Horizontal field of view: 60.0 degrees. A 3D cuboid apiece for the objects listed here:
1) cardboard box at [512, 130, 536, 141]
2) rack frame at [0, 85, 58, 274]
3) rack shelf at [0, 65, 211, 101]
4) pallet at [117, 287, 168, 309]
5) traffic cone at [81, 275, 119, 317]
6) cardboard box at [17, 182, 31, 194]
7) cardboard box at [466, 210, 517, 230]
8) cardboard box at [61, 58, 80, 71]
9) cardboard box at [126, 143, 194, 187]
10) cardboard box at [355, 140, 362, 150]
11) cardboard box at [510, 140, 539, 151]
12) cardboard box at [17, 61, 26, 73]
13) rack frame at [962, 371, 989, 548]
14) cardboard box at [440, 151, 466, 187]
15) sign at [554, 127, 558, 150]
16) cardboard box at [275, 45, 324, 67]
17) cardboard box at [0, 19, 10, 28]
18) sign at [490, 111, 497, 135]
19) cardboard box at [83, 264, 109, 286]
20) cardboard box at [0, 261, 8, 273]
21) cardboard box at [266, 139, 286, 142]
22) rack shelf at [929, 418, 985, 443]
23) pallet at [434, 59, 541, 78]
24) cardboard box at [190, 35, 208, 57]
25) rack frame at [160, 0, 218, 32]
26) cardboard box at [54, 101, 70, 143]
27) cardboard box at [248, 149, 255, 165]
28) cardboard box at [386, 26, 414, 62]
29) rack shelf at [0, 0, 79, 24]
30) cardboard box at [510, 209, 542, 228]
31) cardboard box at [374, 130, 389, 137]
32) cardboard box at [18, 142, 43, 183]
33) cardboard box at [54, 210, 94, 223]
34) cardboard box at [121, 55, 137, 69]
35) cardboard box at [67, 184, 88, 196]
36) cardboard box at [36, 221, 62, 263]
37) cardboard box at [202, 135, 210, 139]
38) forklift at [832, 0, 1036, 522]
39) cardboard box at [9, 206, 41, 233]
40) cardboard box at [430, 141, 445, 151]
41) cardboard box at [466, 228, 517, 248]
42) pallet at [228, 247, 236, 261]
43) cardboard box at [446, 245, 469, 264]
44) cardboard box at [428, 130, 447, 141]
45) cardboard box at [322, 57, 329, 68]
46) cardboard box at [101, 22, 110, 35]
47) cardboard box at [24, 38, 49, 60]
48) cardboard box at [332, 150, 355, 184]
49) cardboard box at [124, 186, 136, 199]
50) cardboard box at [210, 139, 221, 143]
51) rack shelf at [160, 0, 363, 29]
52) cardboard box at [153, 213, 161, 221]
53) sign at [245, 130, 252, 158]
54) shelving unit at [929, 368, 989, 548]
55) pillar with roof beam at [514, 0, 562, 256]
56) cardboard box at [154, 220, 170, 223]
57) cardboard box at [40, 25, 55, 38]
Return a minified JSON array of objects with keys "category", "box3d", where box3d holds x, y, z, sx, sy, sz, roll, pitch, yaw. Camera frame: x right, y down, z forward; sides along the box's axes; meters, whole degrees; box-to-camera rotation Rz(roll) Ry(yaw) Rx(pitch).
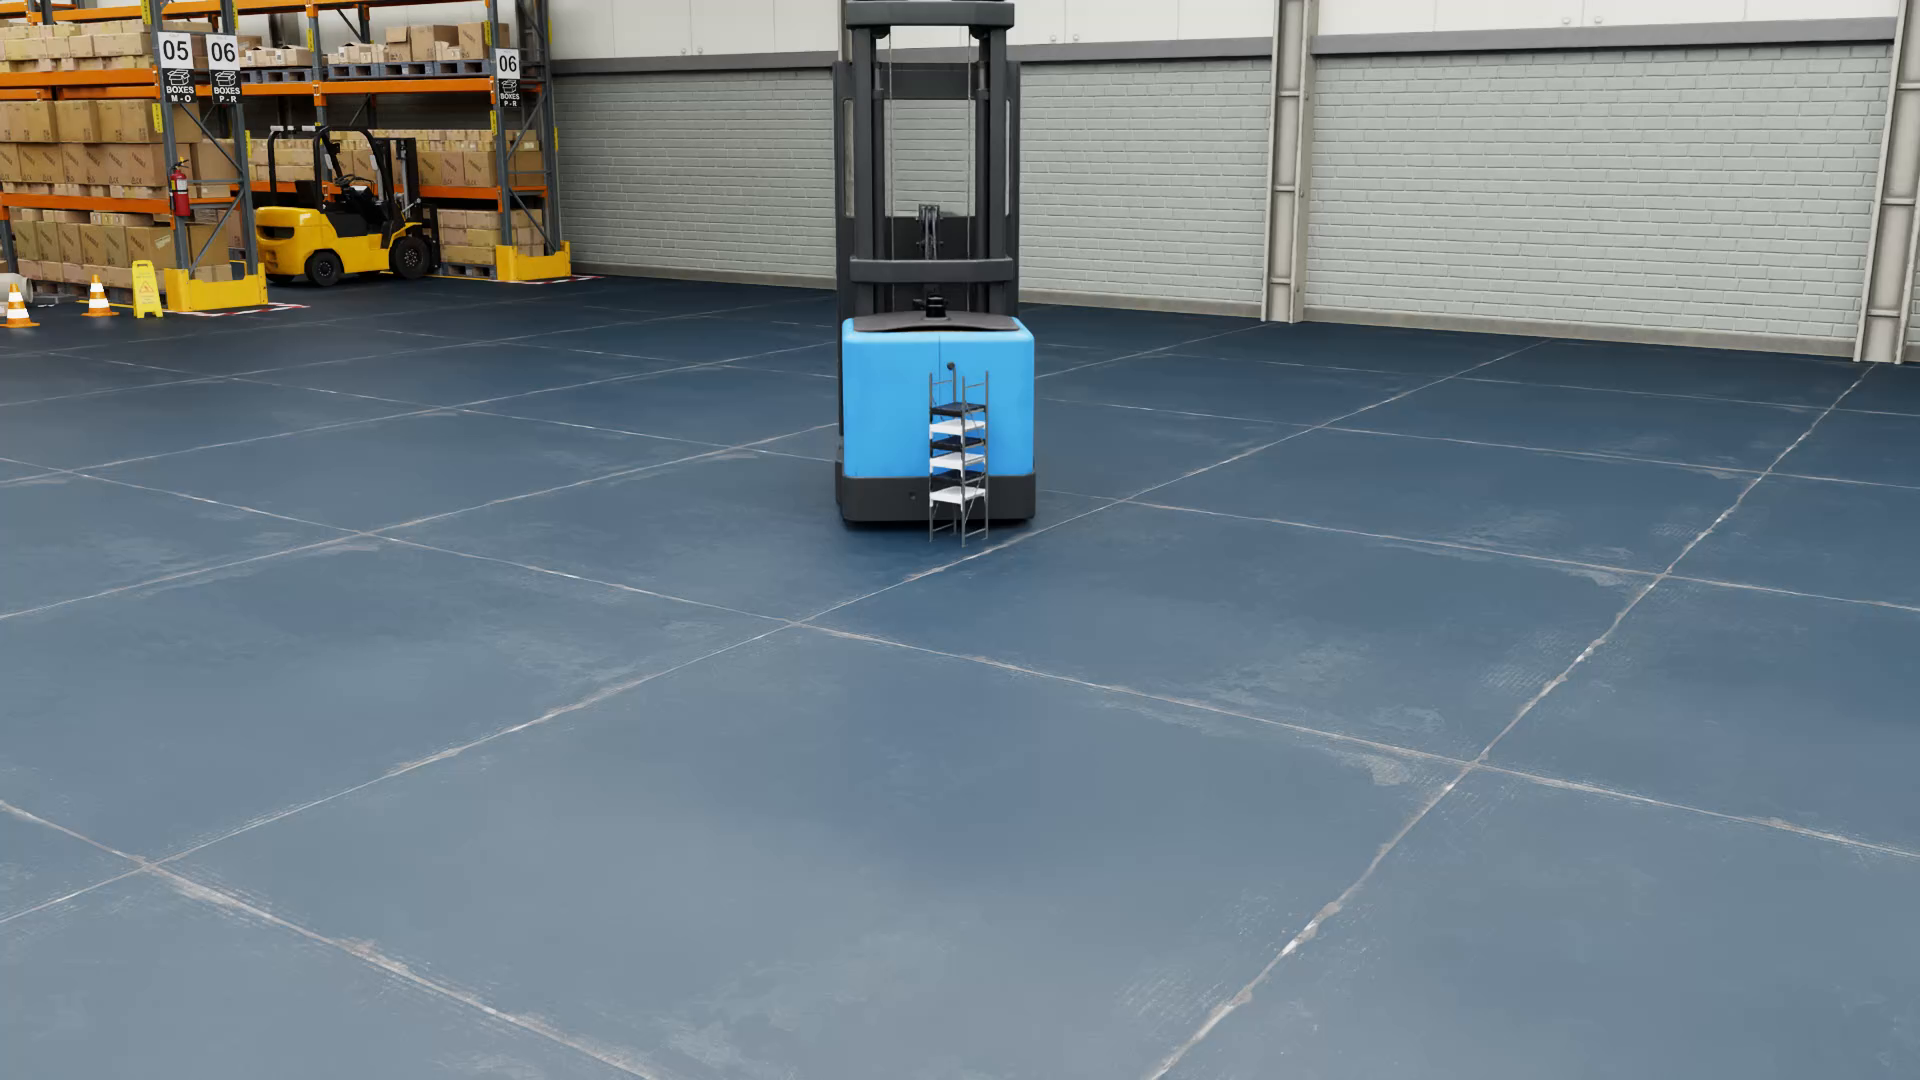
[{"category":"cardboard box","box3d":[-6.383,-5.879,24.152,0.250,0.149,0.380,9,16,32]},{"category":"rack frame","box3d":[-12.310,-4.829,22.090,0.127,3.000,1.000,9,17,33]},{"category":"rack shelf","box3d":[-10.650,-5.668,20.733,4.000,0.370,1.077,9,17,33]},{"category":"pallet","box3d":[-9.708,-3.066,20.768,1.213,0.211,1.003,9,17,33]},{"category":"traffic cone","box3d":[-10.068,-2.862,19.422,0.334,0.463,0.336,9,17,33]},{"category":"cardboard box","box3d":[-11.989,-4.578,21.596,0.250,0.149,0.380,10,17,34]},{"category":"cardboard box","box3d":[-6.780,-4.637,24.081,0.500,0.250,0.500,10,17,35]},{"category":"cardboard box","box3d":[-10.742,-5.816,20.357,0.250,0.149,0.380,9,16,32]},{"category":"cardboard box","box3d":[-9.595,-4.504,19.948,0.500,0.500,0.500,9,16,32]},{"category":"cardboard box","box3d":[-8.978,-6.024,25.358,0.250,0.149,0.380,9,17,33]},{"category":"cardboard box","box3d":[-6.360,-5.744,24.226,0.250,0.149,0.380,9,16,31]},{"category":"cardboard box","box3d":[-11.735,-6.015,21.161,0.250,0.149,0.380,9,17,33]},{"category":"rack frame","box3d":[0.080,-0.417,8.634,0.006,0.900,0.240,9,17,33]},{"category":"cardboard box","box3d":[-7.204,-5.417,24.255,0.500,0.500,0.500,10,17,35]},{"category":"sign","box3d":[-5.909,-5.852,24.254,0.005,0.325,0.100,9,17,33]},{"category":"cardboard box","box3d":[-10.279,-7.533,25.874,0.500,0.311,0.500,9,16,31]},{"category":"cardboard box","box3d":[-12.862,-6.712,21.849,0.500,0.250,0.500,10,17,34]},{"category":"sign","box3d":[-6.538,-5.854,23.326,0.005,0.325,0.100,9,17,33]},{"category":"cardboard box","box3d":[-10.674,-3.357,20.990,0.500,0.250,0.500,8,16,31]},{"category":"cardboard box","box3d":[-12.180,-3.202,20.714,0.500,0.500,0.500,-4,14,-16]},{"category":"cardboard box","box3d":[-10.823,-6.315,26.535,0.250,0.149,0.380,9,16,31]},{"category":"rack shelf","box3d":[-0.005,-0.573,8.654,0.200,0.077,0.258,9,17,33]},{"category":"pallet","box3d":[-6.796,-6.796,23.977,1.213,0.211,1.003,9,17,33]},{"category":"cardboard box","box3d":[-9.259,-5.941,20.032,0.500,0.250,0.500,9,16,32]},{"category":"rack frame","box3d":[-12.862,-9.268,27.536,0.127,3.000,1.000,9,17,33]},{"category":"cardboard box","box3d":[-10.769,-5.208,20.712,0.500,0.500,0.700,9,17,32]},{"category":"cardboard box","box3d":[-11.353,-6.213,26.951,0.500,0.250,0.500,9,17,34]},{"category":"cardboard box","box3d":[-7.985,-7.296,24.515,0.637,0.503,0.797,10,17,35]},{"category":"rack shelf","box3d":[-17.840,-9.722,30.874,4.000,0.370,1.077,9,17,33]},{"category":"cardboard box","box3d":[-6.517,-4.740,24.496,0.500,0.250,0.500,9,16,32]},{"category":"cardboard box","box3d":[-8.573,-6.092,25.012,0.250,0.149,0.380,9,16,32]},{"category":"cardboard box","box3d":[-11.671,-4.845,21.326,0.500,0.500,0.500,9,17,33]},{"category":"cardboard box","box3d":[-11.248,-4.112,21.129,0.250,0.149,0.380,10,17,36]},{"category":"cardboard box","box3d":[-9.668,-5.646,19.669,0.250,0.149,0.380,9,17,33]},{"category":"cardboard box","box3d":[-10.947,-4.400,20.877,0.250,0.149,0.380,9,17,33]},{"category":"cardboard box","box3d":[-11.520,-3.860,21.462,0.500,0.500,0.500,10,17,35]},{"category":"cardboard box","box3d":[-13.202,-6.709,28.600,0.500,0.500,0.500,10,17,35]},{"category":"forklift","box3d":[-0.211,-1.822,10.082,1.130,2.935,3.031,-1,14,-4]},{"category":"cardboard box","box3d":[-17.496,-6.057,31.377,0.500,0.500,0.700,8,16,31]},{"category":"cardboard box","box3d":[-7.525,-5.775,24.350,0.250,0.149,0.380,9,16,31]},{"category":"cardboard box","box3d":[-6.802,-4.398,24.155,0.500,0.250,0.500,9,16,32]},{"category":"pallet","box3d":[-12.200,-4.884,28.115,1.213,0.211,1.003,9,17,33]},{"category":"cardboard box","box3d":[-7.197,-4.221,24.480,0.500,0.250,0.500,9,17,33]},{"category":"cardboard box","box3d":[-7.536,-5.915,24.297,0.250,0.149,0.380,10,17,34]},{"category":"cardboard box","box3d":[-10.137,-7.559,26.316,0.250,0.149,0.380,9,17,33]},{"category":"cardboard box","box3d":[-10.032,-6.118,19.916,0.250,0.149,0.380,9,17,33]},{"category":"cardboard box","box3d":[-11.256,-6.106,20.700,0.500,0.250,0.500,9,17,33]},{"category":"cardboard box","box3d":[-9.320,-5.757,25.628,0.500,0.500,0.500,9,16,31]},{"category":"cardboard box","box3d":[-9.893,-4.229,20.188,0.250,0.149,0.380,9,16,32]},{"category":"cardboard box","box3d":[-12.088,-6.521,27.364,0.250,0.149,0.380,9,17,33]},{"category":"rack shelf","box3d":[-11.202,-8.457,26.587,4.000,0.370,1.077,9,17,33]},{"category":"cardboard box","box3d":[-13.742,-5.430,28.843,0.500,0.500,0.500,9,16,32]},{"category":"sign","box3d":[-8.688,-4.821,20.256,0.005,0.325,0.100,9,17,33]},{"category":"shelving unit","box3d":[-0.005,-0.430,8.689,0.210,0.900,0.258,9,17,33]},{"category":"pillar with roof beam","box3d":[-8.701,-7.610,20.838,0.400,9.000,9.100,9,17,33]},{"category":"cardboard box","box3d":[-10.374,-3.831,21.343,0.500,0.500,0.500,10,17,34]},{"category":"cardboard box","box3d":[-11.119,-6.280,20.569,0.250,0.149,0.380,9,16,32]}]
